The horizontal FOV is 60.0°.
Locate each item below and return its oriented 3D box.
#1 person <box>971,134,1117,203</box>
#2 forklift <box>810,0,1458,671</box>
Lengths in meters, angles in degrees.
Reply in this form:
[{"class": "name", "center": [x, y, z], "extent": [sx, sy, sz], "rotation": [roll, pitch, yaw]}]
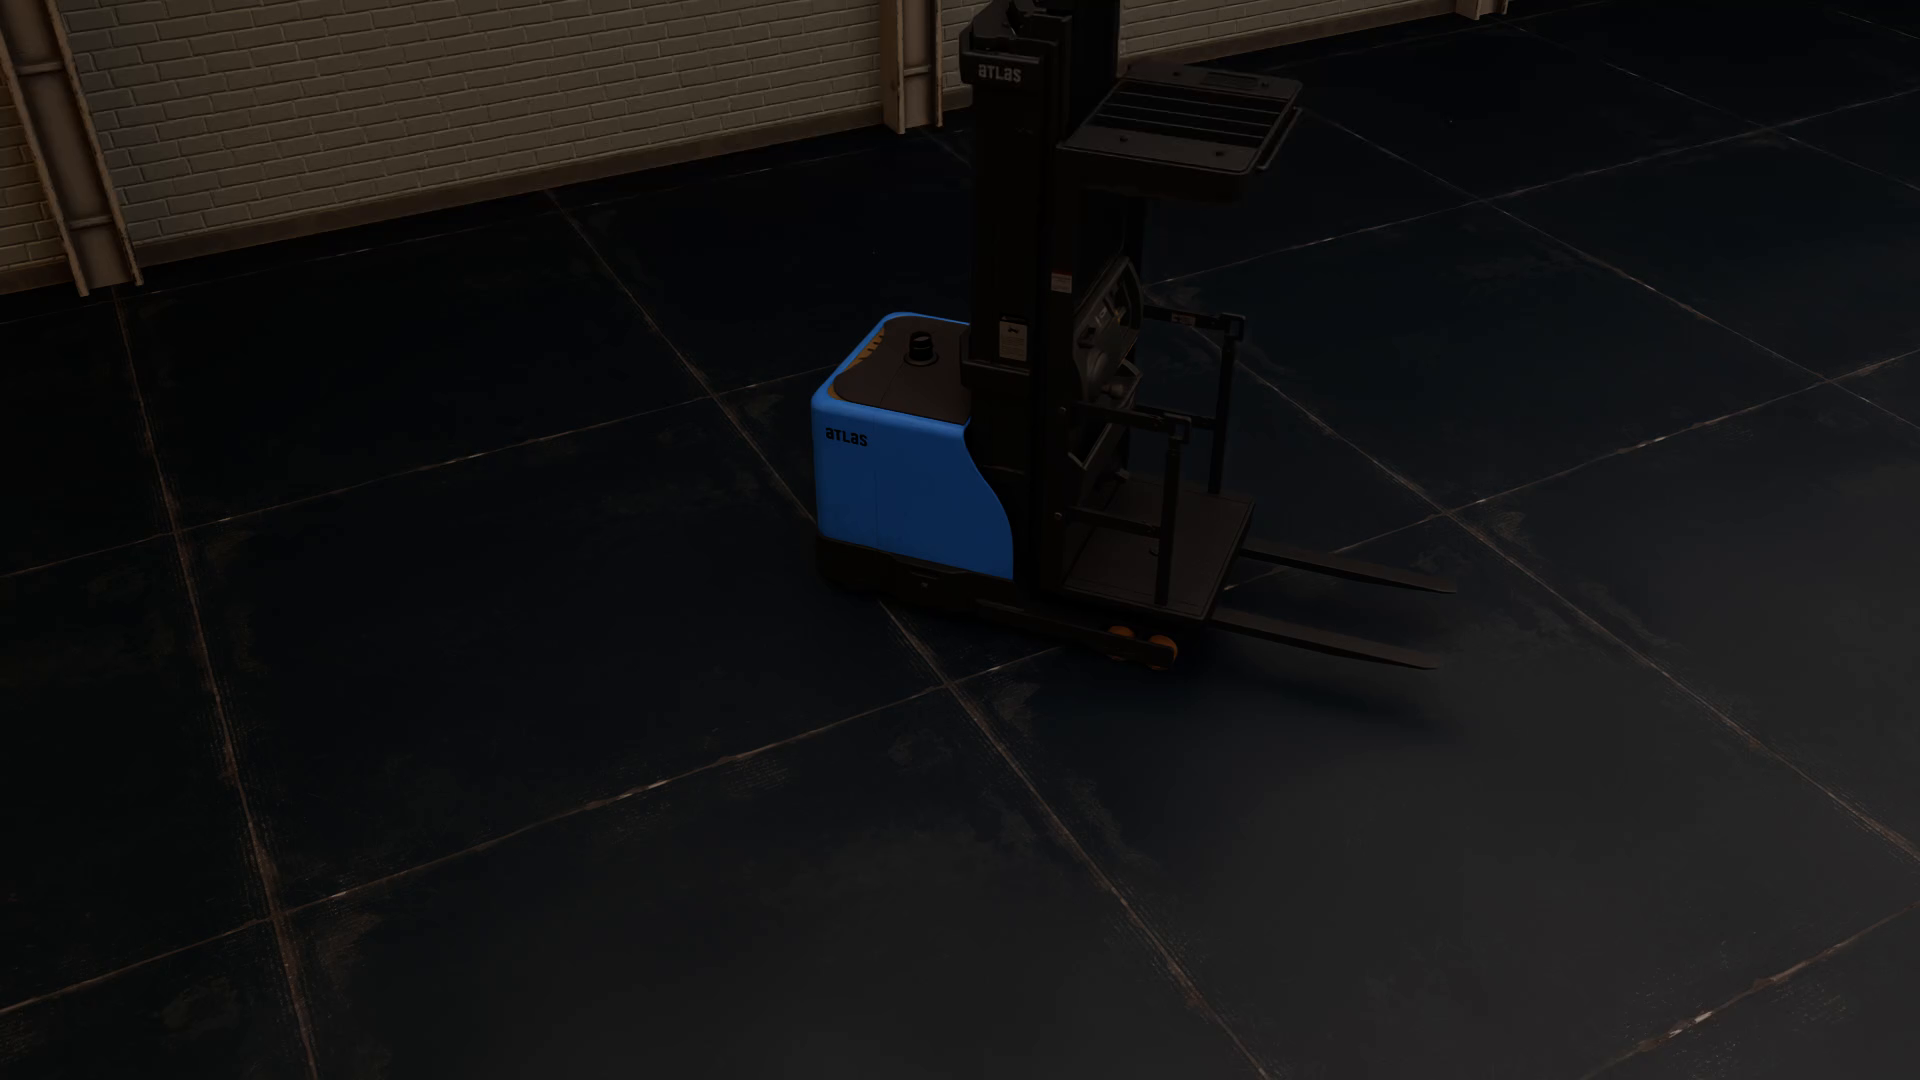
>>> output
[{"class": "person", "center": [0.524, -2.280, 10.502], "extent": [0.912, 1.658, 0.689], "rotation": [1, 35, 1]}, {"class": "forklift", "center": [0.854, -0.934, 7.444], "extent": [3.031, 2.935, 1.130], "rotation": [13, 37, 17]}]
